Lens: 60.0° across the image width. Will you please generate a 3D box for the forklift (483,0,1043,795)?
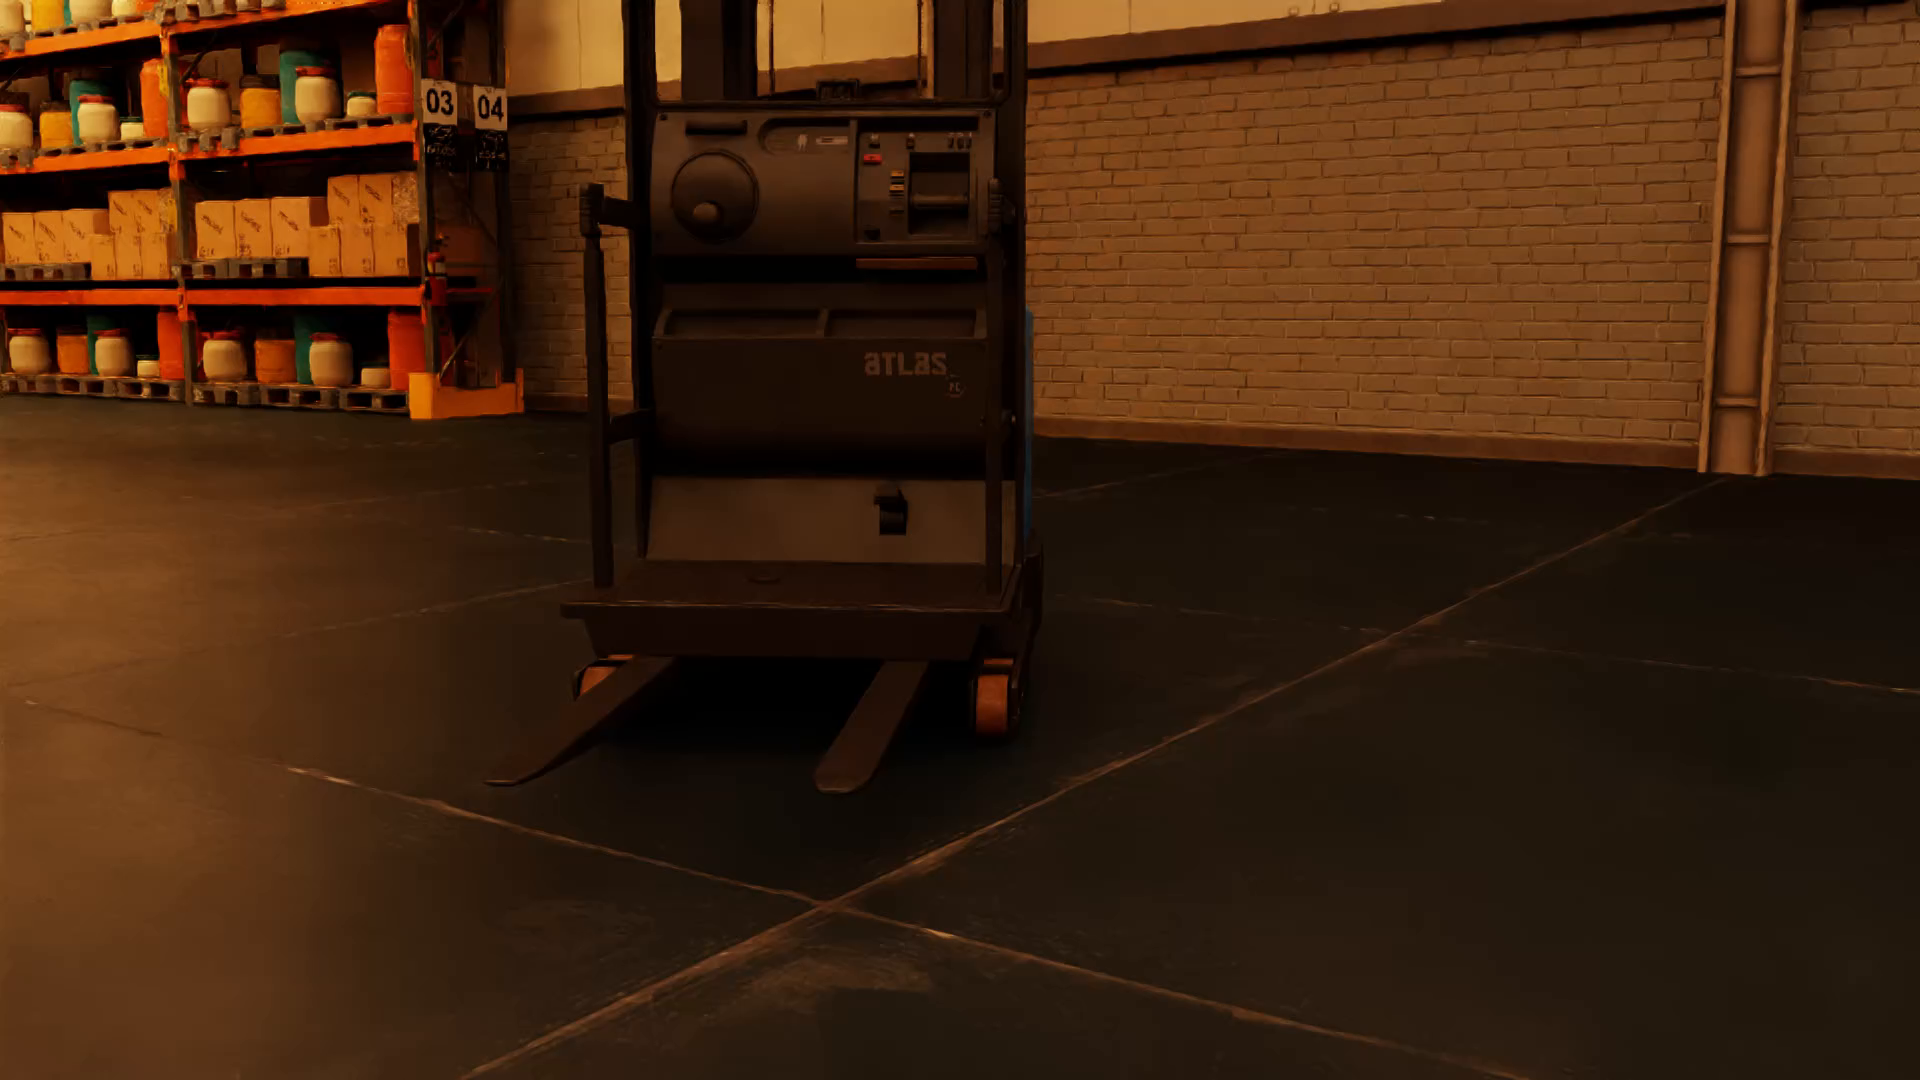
[{"bbox_3d":[-0.386,-1.006,4.265,1.130,2.935,3.031,1,8,5],"label":"forklift"}]
